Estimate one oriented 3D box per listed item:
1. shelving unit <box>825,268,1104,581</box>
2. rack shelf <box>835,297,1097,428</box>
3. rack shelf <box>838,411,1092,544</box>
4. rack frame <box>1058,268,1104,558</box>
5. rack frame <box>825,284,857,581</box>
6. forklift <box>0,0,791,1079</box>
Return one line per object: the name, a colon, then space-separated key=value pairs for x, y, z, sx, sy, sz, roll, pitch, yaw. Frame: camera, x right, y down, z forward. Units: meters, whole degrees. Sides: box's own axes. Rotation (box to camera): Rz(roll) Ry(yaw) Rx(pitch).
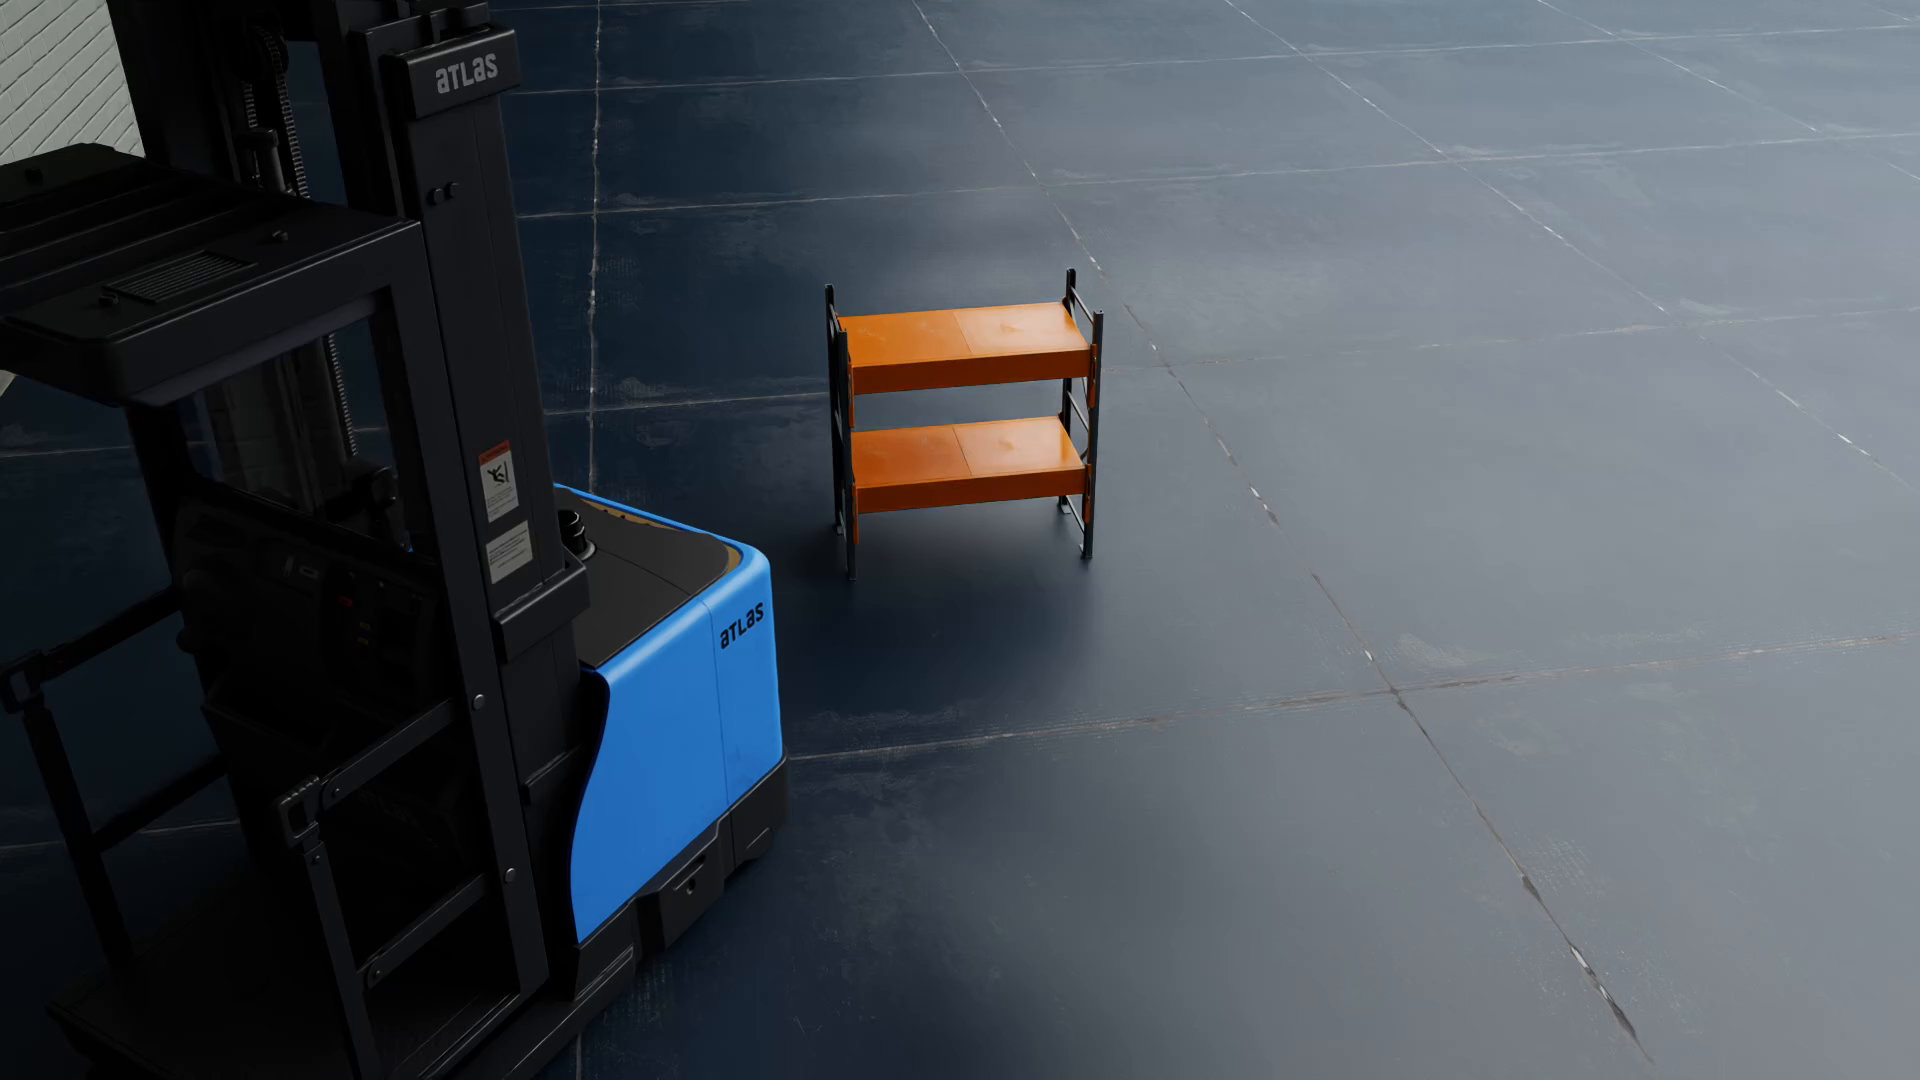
shelving unit: x=0.007 y=-0.486 z=6.966 sx=1.048 sy=1.125 sz=0.538 roll=-5 pitch=31 yaw=-9
rack shelf: x=0.007 y=-0.738 z=6.818 sx=1.000 sy=0.278 sz=0.538 roll=-5 pitch=31 yaw=-9
rack shelf: x=0.007 y=-0.275 z=7.090 sx=1.000 sy=0.278 sz=0.538 roll=-5 pitch=31 yaw=-9
rack frame: x=0.507 y=-0.532 z=7.045 sx=0.032 sy=1.125 sz=0.500 roll=-5 pitch=31 yaw=-9
rack frame: x=-0.493 y=-0.439 z=6.887 sx=0.032 sy=1.125 sz=0.500 roll=-5 pitch=31 yaw=-9
forklift: x=-1.748 y=0.213 z=3.996 sx=1.130 sy=2.935 sz=3.031 roll=17 pitch=34 yaw=26
